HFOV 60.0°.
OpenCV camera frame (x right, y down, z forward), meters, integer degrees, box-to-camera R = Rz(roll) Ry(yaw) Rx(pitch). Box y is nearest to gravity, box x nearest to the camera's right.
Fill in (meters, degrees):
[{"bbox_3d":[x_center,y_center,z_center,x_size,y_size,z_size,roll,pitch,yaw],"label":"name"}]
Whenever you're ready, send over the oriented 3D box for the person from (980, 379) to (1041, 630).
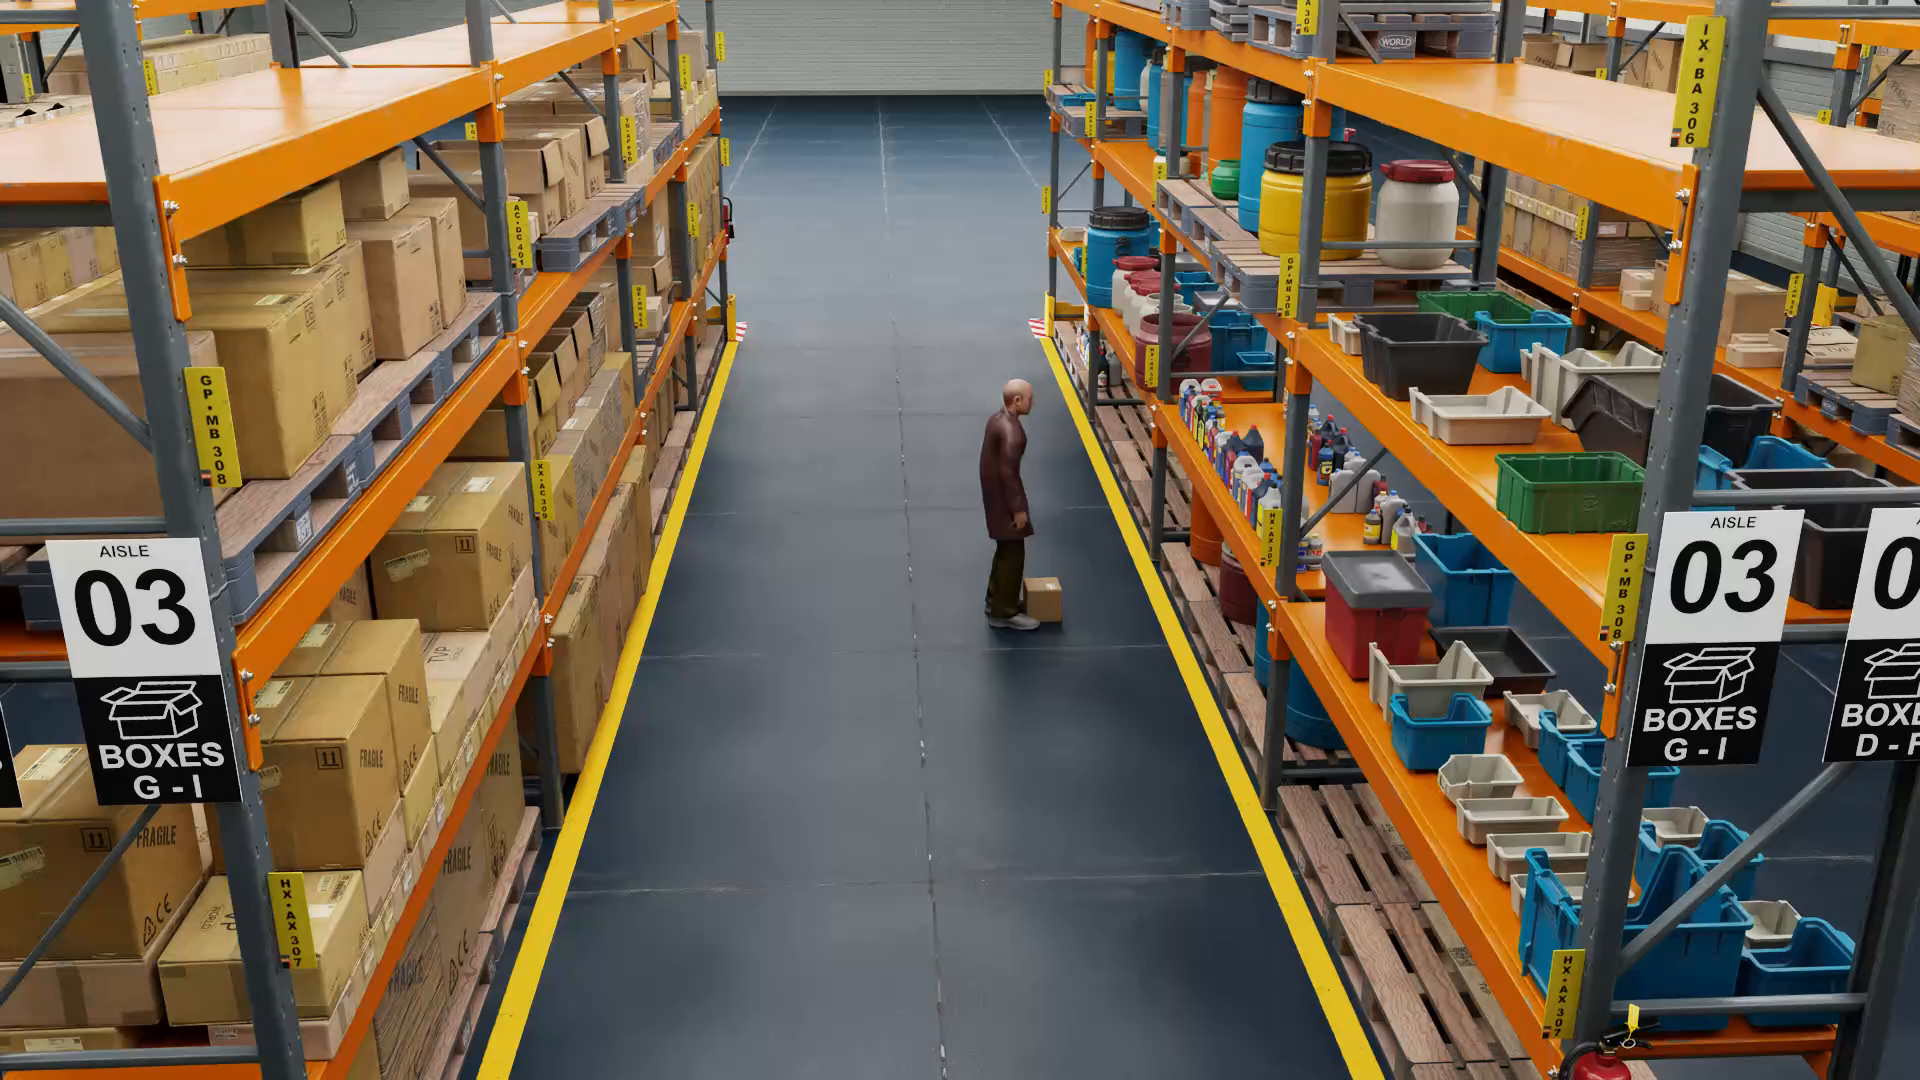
[{"bbox_3d":[0.350,-0.213,11.874,0.416,1.640,0.654,-2,20,-4],"label":"person"}]
